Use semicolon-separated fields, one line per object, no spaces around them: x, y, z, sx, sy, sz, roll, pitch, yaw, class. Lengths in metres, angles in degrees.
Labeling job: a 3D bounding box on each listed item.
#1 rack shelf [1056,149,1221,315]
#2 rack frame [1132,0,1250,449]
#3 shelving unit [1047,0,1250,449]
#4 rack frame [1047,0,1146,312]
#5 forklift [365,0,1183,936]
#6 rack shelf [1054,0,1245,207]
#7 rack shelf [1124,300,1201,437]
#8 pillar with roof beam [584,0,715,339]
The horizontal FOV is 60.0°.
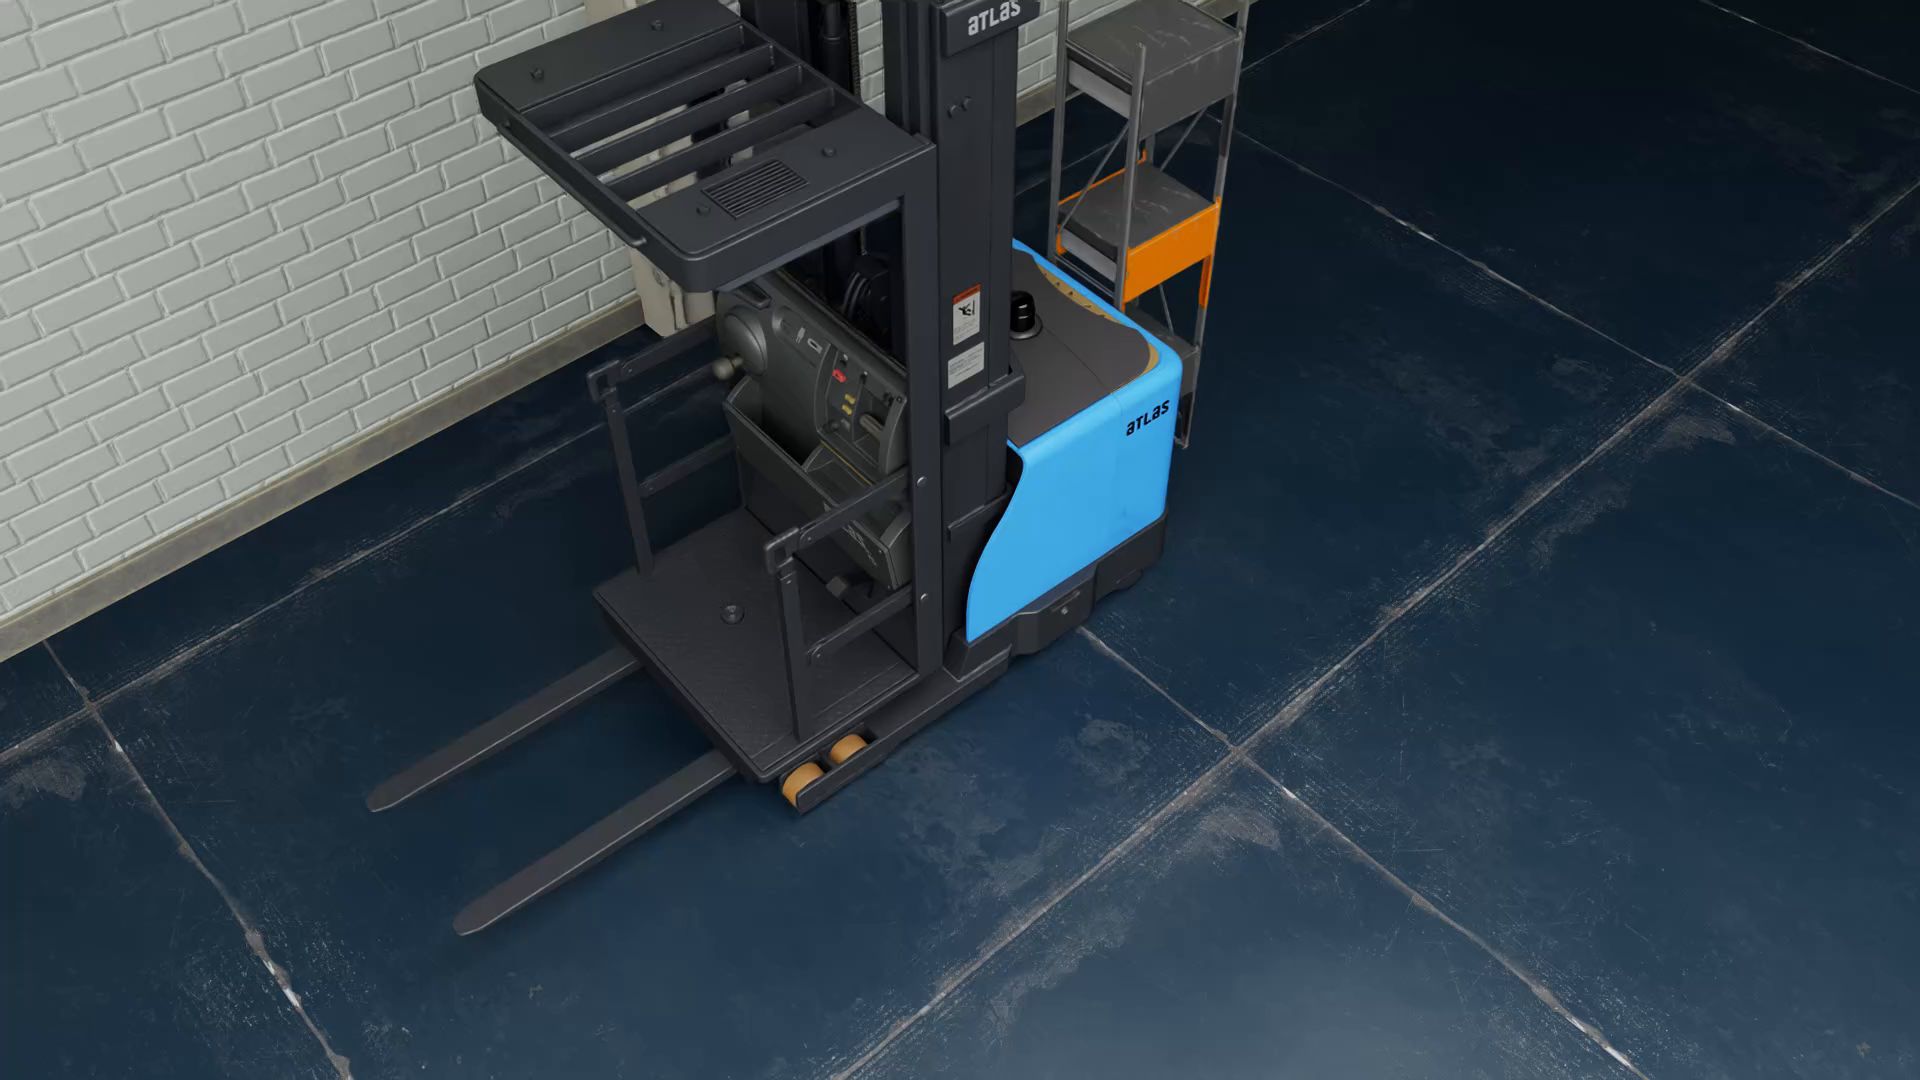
0.653;-1.093;6.349;0.480;0.518;0.431;-32;55;-26;rack shelf
0.840;-1.218;6.445;0.015;2.100;0.400;-32;55;-26;rack frame
0.653;-1.103;6.339;0.503;2.100;0.431;-32;55;-26;shelving unit
0.467;-0.987;6.232;0.015;2.100;0.400;-32;55;-26;rack frame
-0.644;-0.486;5.204;3.031;2.935;1.130;-32;55;-26;forklift
0.653;-1.568;5.834;0.480;0.518;0.431;-32;55;-26;rack shelf
0.653;-0.619;6.863;0.480;0.518;0.431;-32;55;-26;rack shelf
1.670;-1.747;2.239;0.400;9.000;9.100;-34;56;-27;pillar with roof beam
